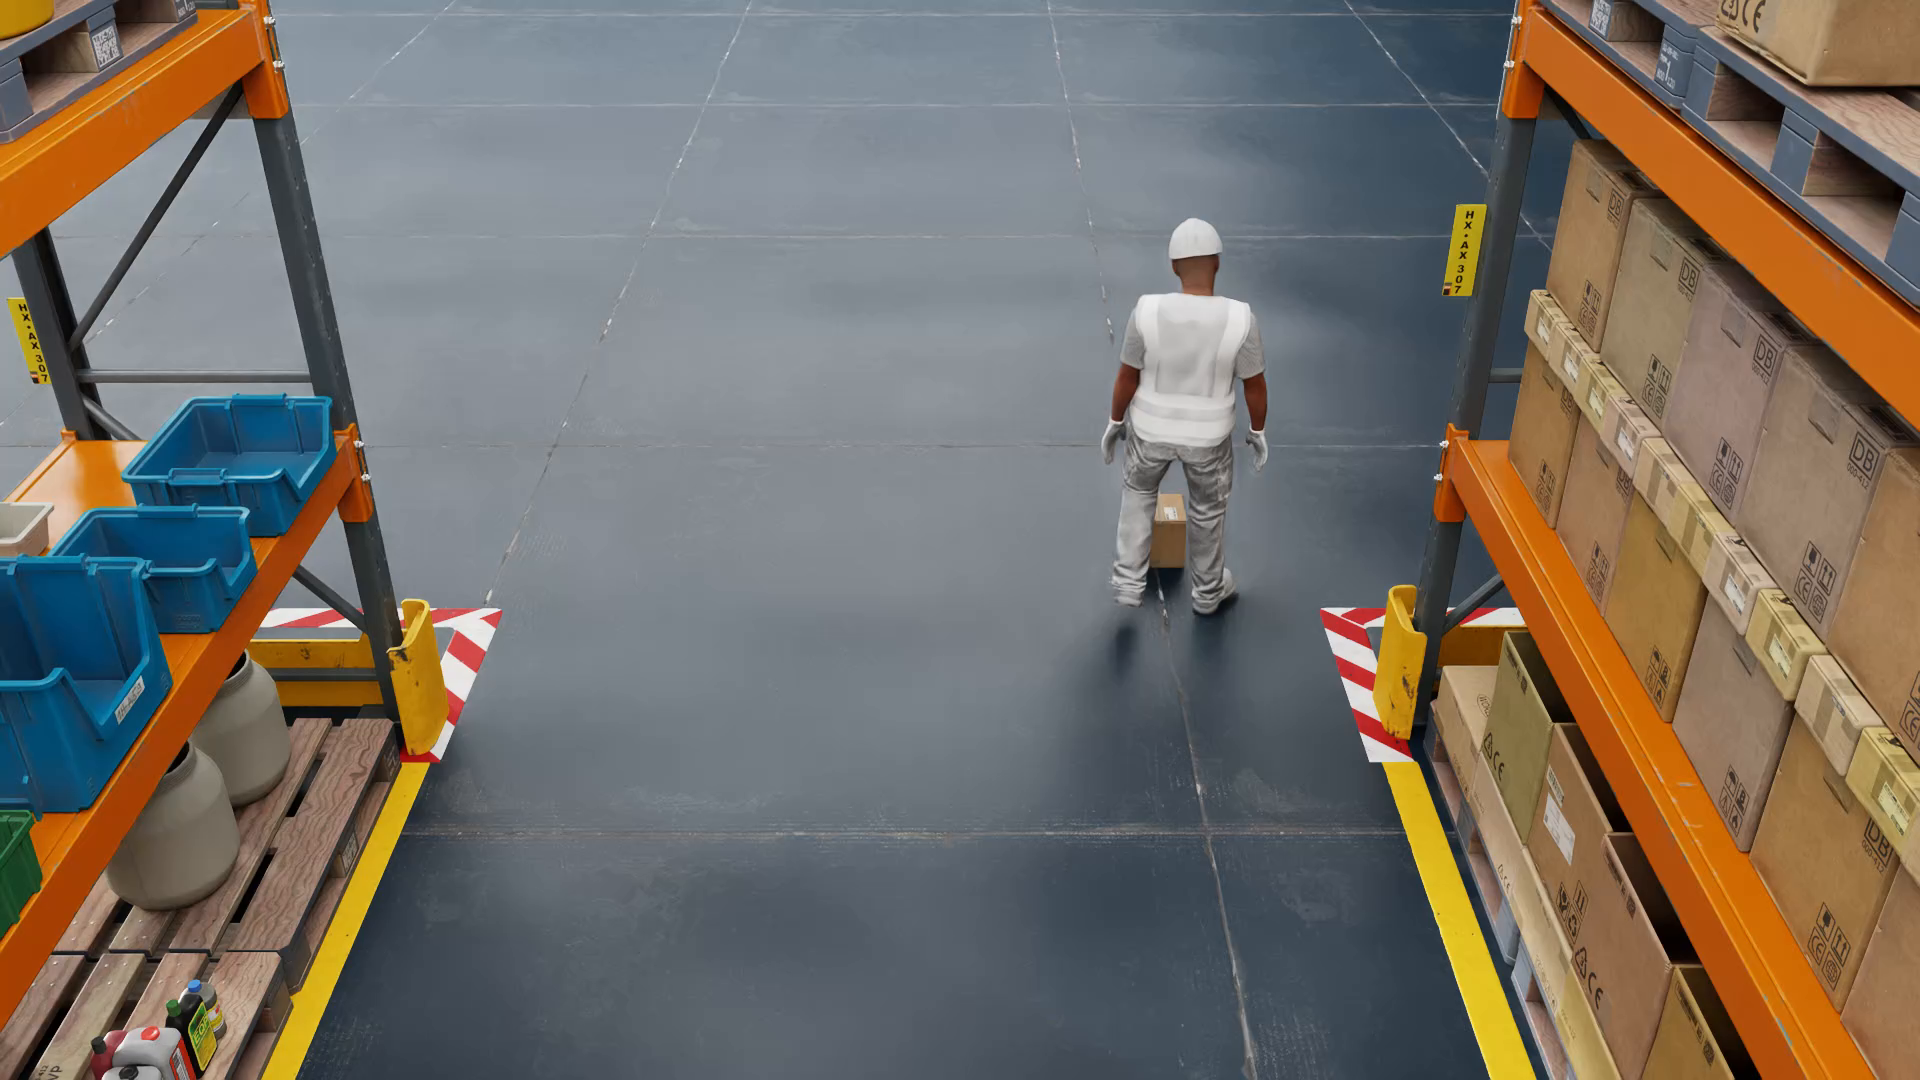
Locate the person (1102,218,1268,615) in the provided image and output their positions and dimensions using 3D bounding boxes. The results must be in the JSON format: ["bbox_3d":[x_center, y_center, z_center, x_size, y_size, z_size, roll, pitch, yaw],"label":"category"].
[{"bbox_3d":[0.935,-0.466,6.852,0.677,1.781,0.511,6,32,10],"label":"person"}]
